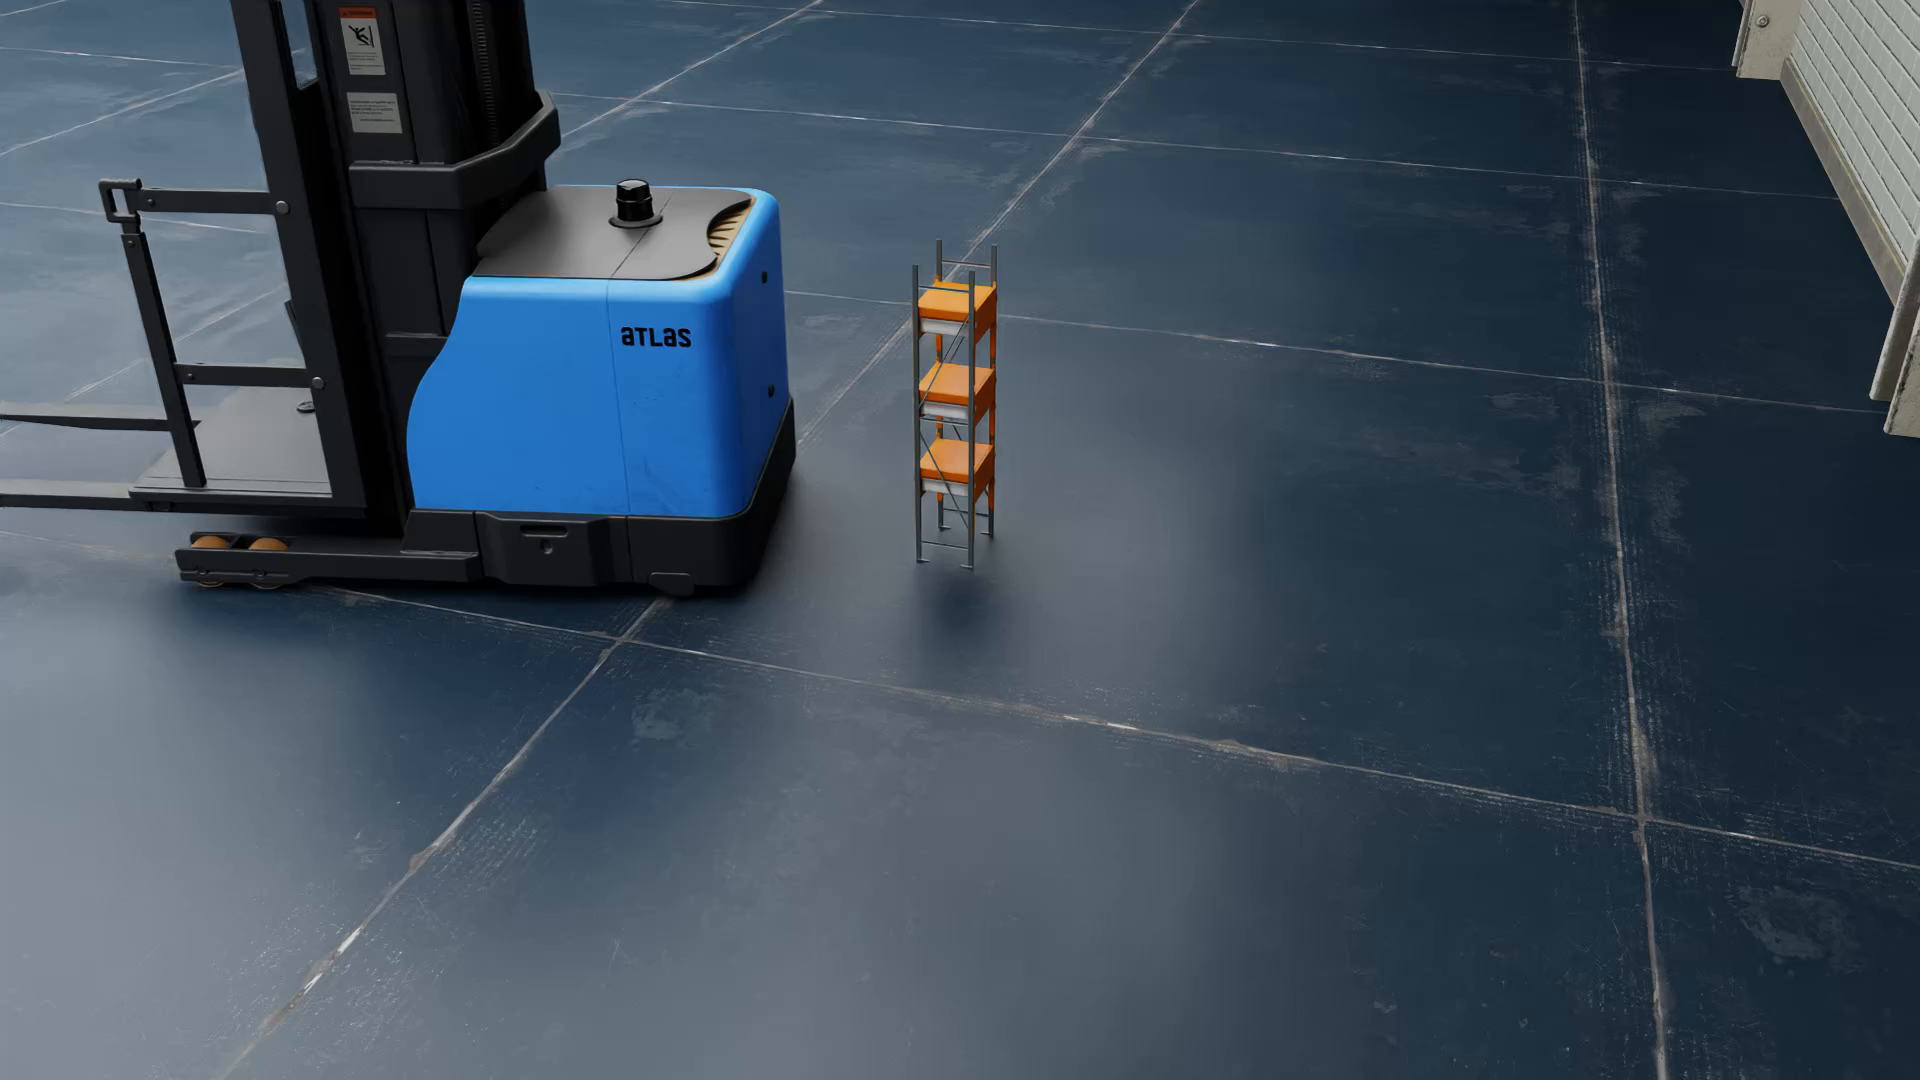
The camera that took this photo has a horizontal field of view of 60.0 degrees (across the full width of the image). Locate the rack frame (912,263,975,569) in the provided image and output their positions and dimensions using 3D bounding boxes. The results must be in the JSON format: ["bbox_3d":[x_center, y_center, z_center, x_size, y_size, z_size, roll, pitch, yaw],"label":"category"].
[{"bbox_3d":[-0.052,-0.377,5.348,0.200,1.050,0.008,8,30,15],"label":"rack frame"}]

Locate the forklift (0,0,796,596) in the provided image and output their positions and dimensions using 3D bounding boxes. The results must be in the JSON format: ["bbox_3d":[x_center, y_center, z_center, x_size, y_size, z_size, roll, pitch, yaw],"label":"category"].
[{"bbox_3d":[-2.147,-1.372,5.201,3.031,2.935,1.130,2,29,3],"label":"forklift"}]

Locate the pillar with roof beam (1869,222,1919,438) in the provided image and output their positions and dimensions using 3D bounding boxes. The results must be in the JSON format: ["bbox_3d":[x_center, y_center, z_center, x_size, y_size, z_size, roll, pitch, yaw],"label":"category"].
[{"bbox_3d":[-0.292,-5.033,5.540,9.100,9.000,0.400,8,30,15],"label":"pillar with roof beam"}]

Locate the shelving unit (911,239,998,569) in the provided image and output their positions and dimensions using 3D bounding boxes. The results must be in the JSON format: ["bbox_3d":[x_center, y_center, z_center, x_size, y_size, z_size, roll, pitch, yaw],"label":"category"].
[{"bbox_3d":[-0.016,-0.434,5.450,0.215,1.050,0.252,8,30,15],"label":"shelving unit"}]

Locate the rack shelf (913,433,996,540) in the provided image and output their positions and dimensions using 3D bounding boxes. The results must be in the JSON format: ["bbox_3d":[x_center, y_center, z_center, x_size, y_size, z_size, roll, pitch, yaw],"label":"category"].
[{"bbox_3d":[-0.016,-0.182,5.590,0.215,0.259,0.240,8,30,15],"label":"rack shelf"}]

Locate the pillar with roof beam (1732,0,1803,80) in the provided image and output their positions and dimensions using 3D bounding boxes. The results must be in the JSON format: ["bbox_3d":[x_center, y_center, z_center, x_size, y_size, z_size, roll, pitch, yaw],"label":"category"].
[{"bbox_3d":[1.469,-7.821,10.552,9.100,9.000,0.400,8,30,15],"label":"pillar with roof beam"}]

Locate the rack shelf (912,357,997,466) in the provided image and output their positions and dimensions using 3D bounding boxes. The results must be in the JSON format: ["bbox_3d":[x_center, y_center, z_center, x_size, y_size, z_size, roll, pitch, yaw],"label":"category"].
[{"bbox_3d":[-0.016,-0.425,5.455,0.215,0.259,0.240,8,30,15],"label":"rack shelf"}]

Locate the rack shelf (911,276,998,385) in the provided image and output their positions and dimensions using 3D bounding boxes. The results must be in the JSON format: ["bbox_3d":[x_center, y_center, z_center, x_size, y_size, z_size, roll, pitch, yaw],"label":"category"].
[{"bbox_3d":[-0.016,-0.673,5.317,0.215,0.259,0.240,8,30,15],"label":"rack shelf"}]

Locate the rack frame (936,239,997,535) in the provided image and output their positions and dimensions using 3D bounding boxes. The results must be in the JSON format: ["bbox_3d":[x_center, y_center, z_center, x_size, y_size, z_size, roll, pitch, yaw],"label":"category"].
[{"bbox_3d":[0.020,-0.491,5.552,0.200,1.050,0.008,8,30,15],"label":"rack frame"}]
